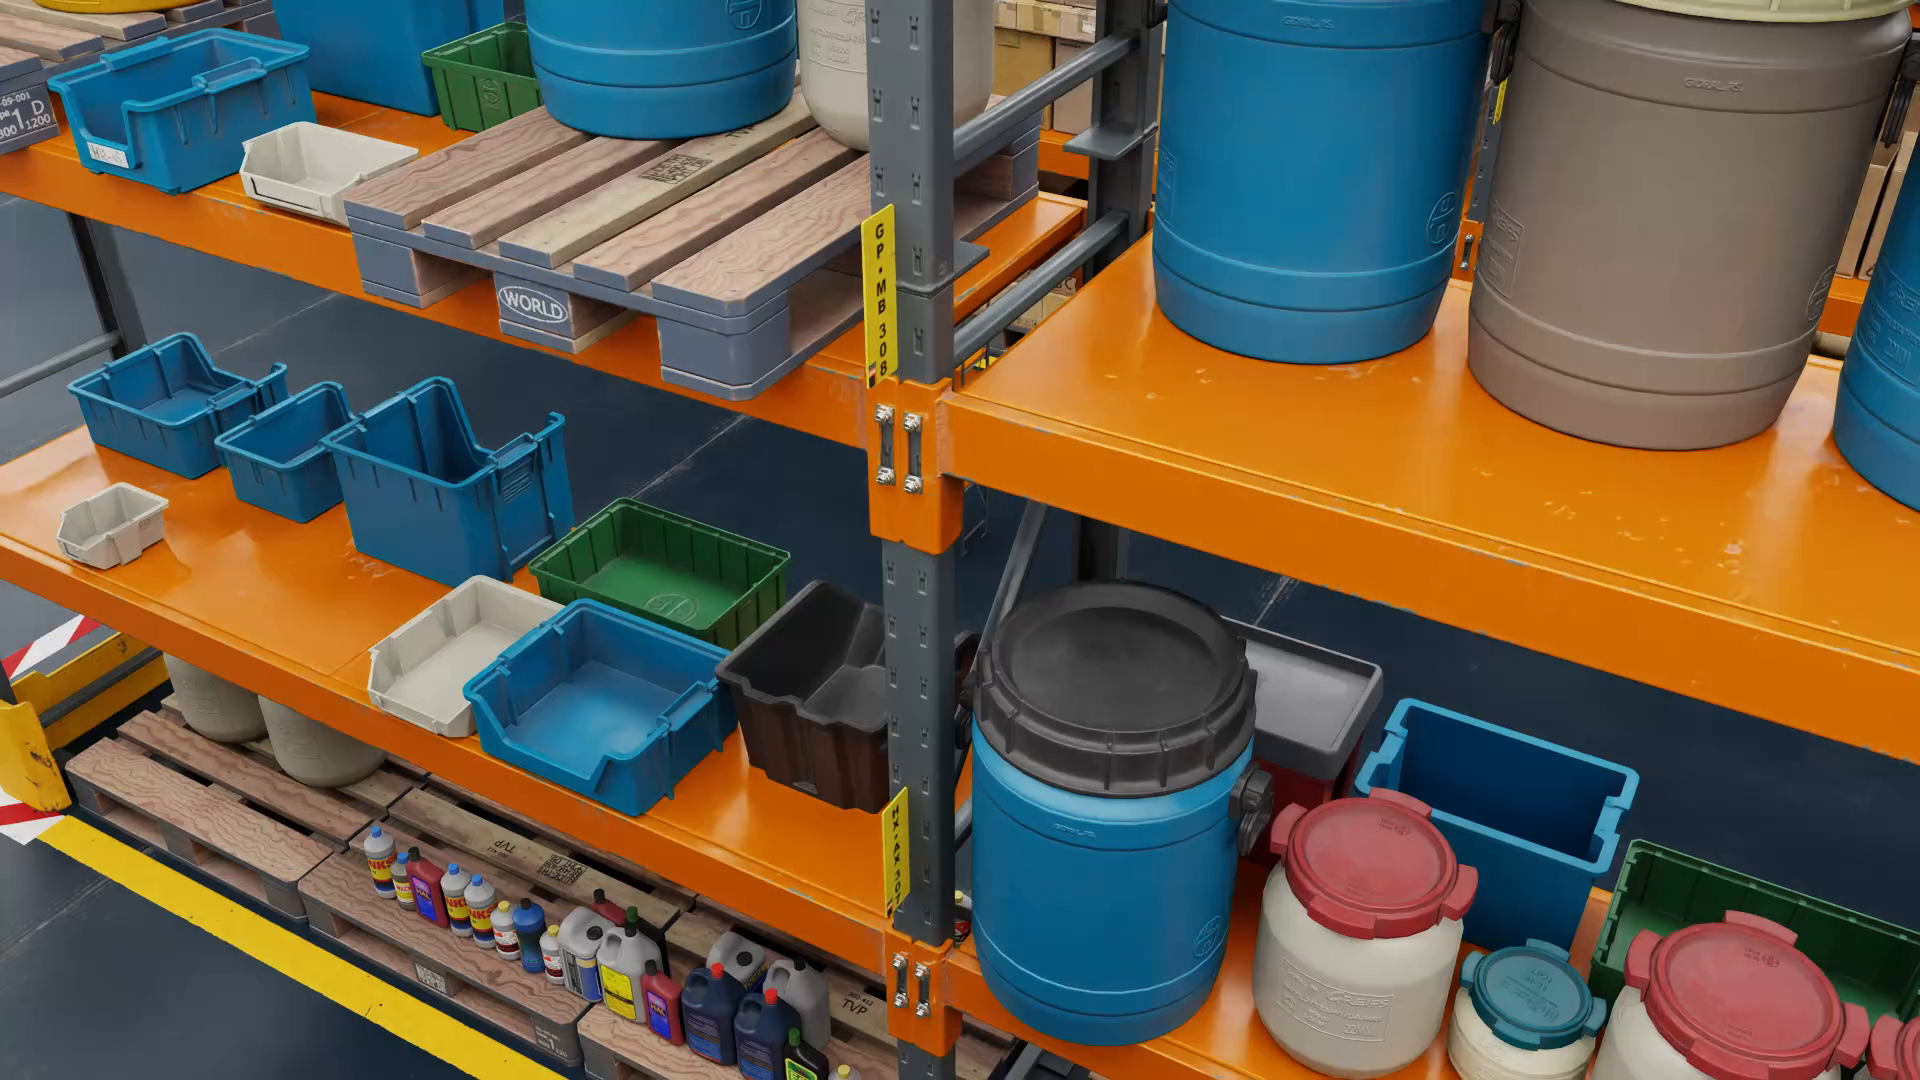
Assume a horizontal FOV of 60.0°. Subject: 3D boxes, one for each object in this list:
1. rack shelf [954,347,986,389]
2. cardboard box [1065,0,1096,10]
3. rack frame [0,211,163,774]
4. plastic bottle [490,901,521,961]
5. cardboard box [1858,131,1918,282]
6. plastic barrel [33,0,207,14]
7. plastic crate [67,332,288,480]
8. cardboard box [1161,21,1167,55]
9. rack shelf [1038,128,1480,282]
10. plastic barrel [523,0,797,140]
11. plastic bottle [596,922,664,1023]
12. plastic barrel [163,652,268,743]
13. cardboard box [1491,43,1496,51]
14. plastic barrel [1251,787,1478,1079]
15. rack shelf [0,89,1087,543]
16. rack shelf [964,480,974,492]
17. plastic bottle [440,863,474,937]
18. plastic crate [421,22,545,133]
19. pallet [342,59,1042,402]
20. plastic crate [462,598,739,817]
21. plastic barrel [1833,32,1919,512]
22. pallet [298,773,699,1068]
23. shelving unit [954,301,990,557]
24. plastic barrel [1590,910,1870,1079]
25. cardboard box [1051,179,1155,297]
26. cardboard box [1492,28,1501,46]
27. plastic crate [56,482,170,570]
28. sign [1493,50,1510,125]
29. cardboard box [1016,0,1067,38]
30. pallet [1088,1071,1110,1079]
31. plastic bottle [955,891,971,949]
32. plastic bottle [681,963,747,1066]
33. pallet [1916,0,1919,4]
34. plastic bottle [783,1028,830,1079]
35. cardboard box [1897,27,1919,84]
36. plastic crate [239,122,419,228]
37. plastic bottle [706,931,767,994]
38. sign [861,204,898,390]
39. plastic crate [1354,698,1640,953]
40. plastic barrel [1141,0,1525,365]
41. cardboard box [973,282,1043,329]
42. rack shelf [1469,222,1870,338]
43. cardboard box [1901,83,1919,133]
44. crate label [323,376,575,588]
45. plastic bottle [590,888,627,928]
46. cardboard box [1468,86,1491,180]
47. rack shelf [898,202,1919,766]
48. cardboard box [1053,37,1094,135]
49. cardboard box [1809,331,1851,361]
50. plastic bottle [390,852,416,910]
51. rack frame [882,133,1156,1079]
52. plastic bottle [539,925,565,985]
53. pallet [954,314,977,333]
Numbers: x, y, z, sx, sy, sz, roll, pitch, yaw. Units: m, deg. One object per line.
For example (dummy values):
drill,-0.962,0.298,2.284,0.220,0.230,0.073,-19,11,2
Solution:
rack shelf,-0.013,-0.766,7.248,0.180,0.103,0.258,18,37,24
cardboard box,0.905,-2.939,8.197,0.500,0.500,0.700,18,38,24
rack frame,-3.333,-0.542,5.858,0.127,3.000,1.000,18,37,24
plastic bottle,-1.443,1.237,5.314,0.097,0.201,0.097,0,34,0
cardboard box,4.152,-1.365,7.003,0.500,0.500,0.500,18,38,24
plastic barrel,-2.280,-1.791,4.479,0.600,0.588,0.600,0,34,0
plastic crate,-2.750,-0.486,5.908,0.616,0.251,0.499,18,37,24
cardboard box,1.157,-2.458,8.059,0.250,0.149,0.380,19,38,26
rack shelf,0.864,-2.075,8.809,4.000,0.370,1.077,18,37,24
plastic barrel,-0.671,-1.399,3.607,0.708,0.901,0.600,18,37,24
plastic bottle,-1.010,1.297,5.088,0.185,0.351,0.144,17,37,24
plastic barrel,-2.724,0.463,6.214,0.421,0.512,0.421,0,34,0
cardboard box,2.463,-2.303,7.827,0.250,0.149,0.380,18,37,24
plastic barrel,0.861,0.870,3.614,0.433,0.535,0.433,0,34,0
rack shelf,-1.597,-0.941,4.400,4.000,0.370,1.077,18,37,24
rack shelf,-0.013,-0.267,7.581,0.180,0.103,0.258,18,37,24
plastic bottle,-1.616,1.153,5.376,0.097,0.271,0.097,0,34,0
plastic crate,-1.095,-1.167,4.281,0.450,0.188,0.336,18,37,24
pallet,-0.535,-0.763,3.654,1.003,0.211,1.213,18,37,24
plastic crate,-0.956,0.446,4.508,0.616,0.251,0.499,18,37,24
plastic barrel,1.825,-0.504,2.642,0.708,0.901,0.600,18,37,24
pallet,-1.486,1.179,5.789,1.213,0.211,1.003,18,37,24
shelving unit,-0.013,-0.503,7.423,0.189,1.200,0.258,18,37,24
plastic barrel,1.498,1.072,3.311,0.433,0.535,0.433,0,34,0
cardboard box,0.784,-1.599,8.870,0.500,0.500,0.500,18,37,24
cardboard box,2.212,-2.525,7.575,0.500,0.500,0.700,18,38,25
plastic crate,-2.716,-0.031,5.329,0.250,0.136,0.298,18,37,24
sign,2.327,-1.950,7.120,0.005,0.325,0.100,18,37,24
cardboard box,0.481,-2.672,8.380,0.250,0.149,0.380,17,37,24
pallet,0.841,1.916,4.682,1.213,0.211,1.003,18,37,24
plastic bottle,-0.008,1.213,5.350,0.097,0.201,0.097,0,34,0
plastic bottle,-0.729,1.386,4.955,0.185,0.351,0.144,16,37,22
pallet,6.789,-3.554,10.554,1.213,0.211,1.003,18,37,24
plastic bottle,-0.442,1.532,4.797,0.133,0.283,0.061,20,38,27
cardboard box,6.540,-3.209,11.045,0.500,0.250,0.500,16,37,23
plastic crate,-1.455,-0.828,3.818,0.396,0.136,0.243,18,37,24
plastic bottle,-0.677,1.339,5.093,0.135,0.276,0.152,18,37,24
sign,-0.143,-0.433,2.979,0.005,0.325,0.100,18,37,24
plastic crate,1.252,0.718,3.979,0.575,0.384,0.392,18,37,24
plastic barrel,0.689,-0.864,3.182,0.708,0.901,0.600,18,37,24
cardboard box,0.353,-1.427,9.289,0.500,0.250,0.500,18,37,24
rack shelf,4.337,-0.975,7.157,4.000,0.370,1.077,18,37,24
cardboard box,6.599,-2.880,11.227,0.500,0.500,0.700,18,38,25
crate label,-1.601,-0.181,5.283,0.616,0.435,0.502,18,37,24
plastic bottle,-1.096,1.227,5.254,0.133,0.283,0.061,18,37,24
cardboard box,2.212,-1.985,7.935,0.500,0.500,0.700,17,37,23
rack shelf,1.876,0.159,2.748,4.000,0.370,1.077,18,37,24
cardboard box,0.872,-2.407,8.569,0.500,0.500,0.700,19,38,26
cardboard box,3.981,-0.836,7.896,0.500,0.311,0.500,17,37,24
plastic bottle,-1.824,1.117,5.495,0.097,0.201,0.097,0,34,0
rack frame,0.140,0.558,4.206,0.127,3.000,1.000,18,37,24
plastic bottle,-1.265,1.294,5.229,0.097,0.201,0.097,0,34,0
pallet,-0.187,-1.574,9.923,1.213,0.211,1.003,18,37,24
